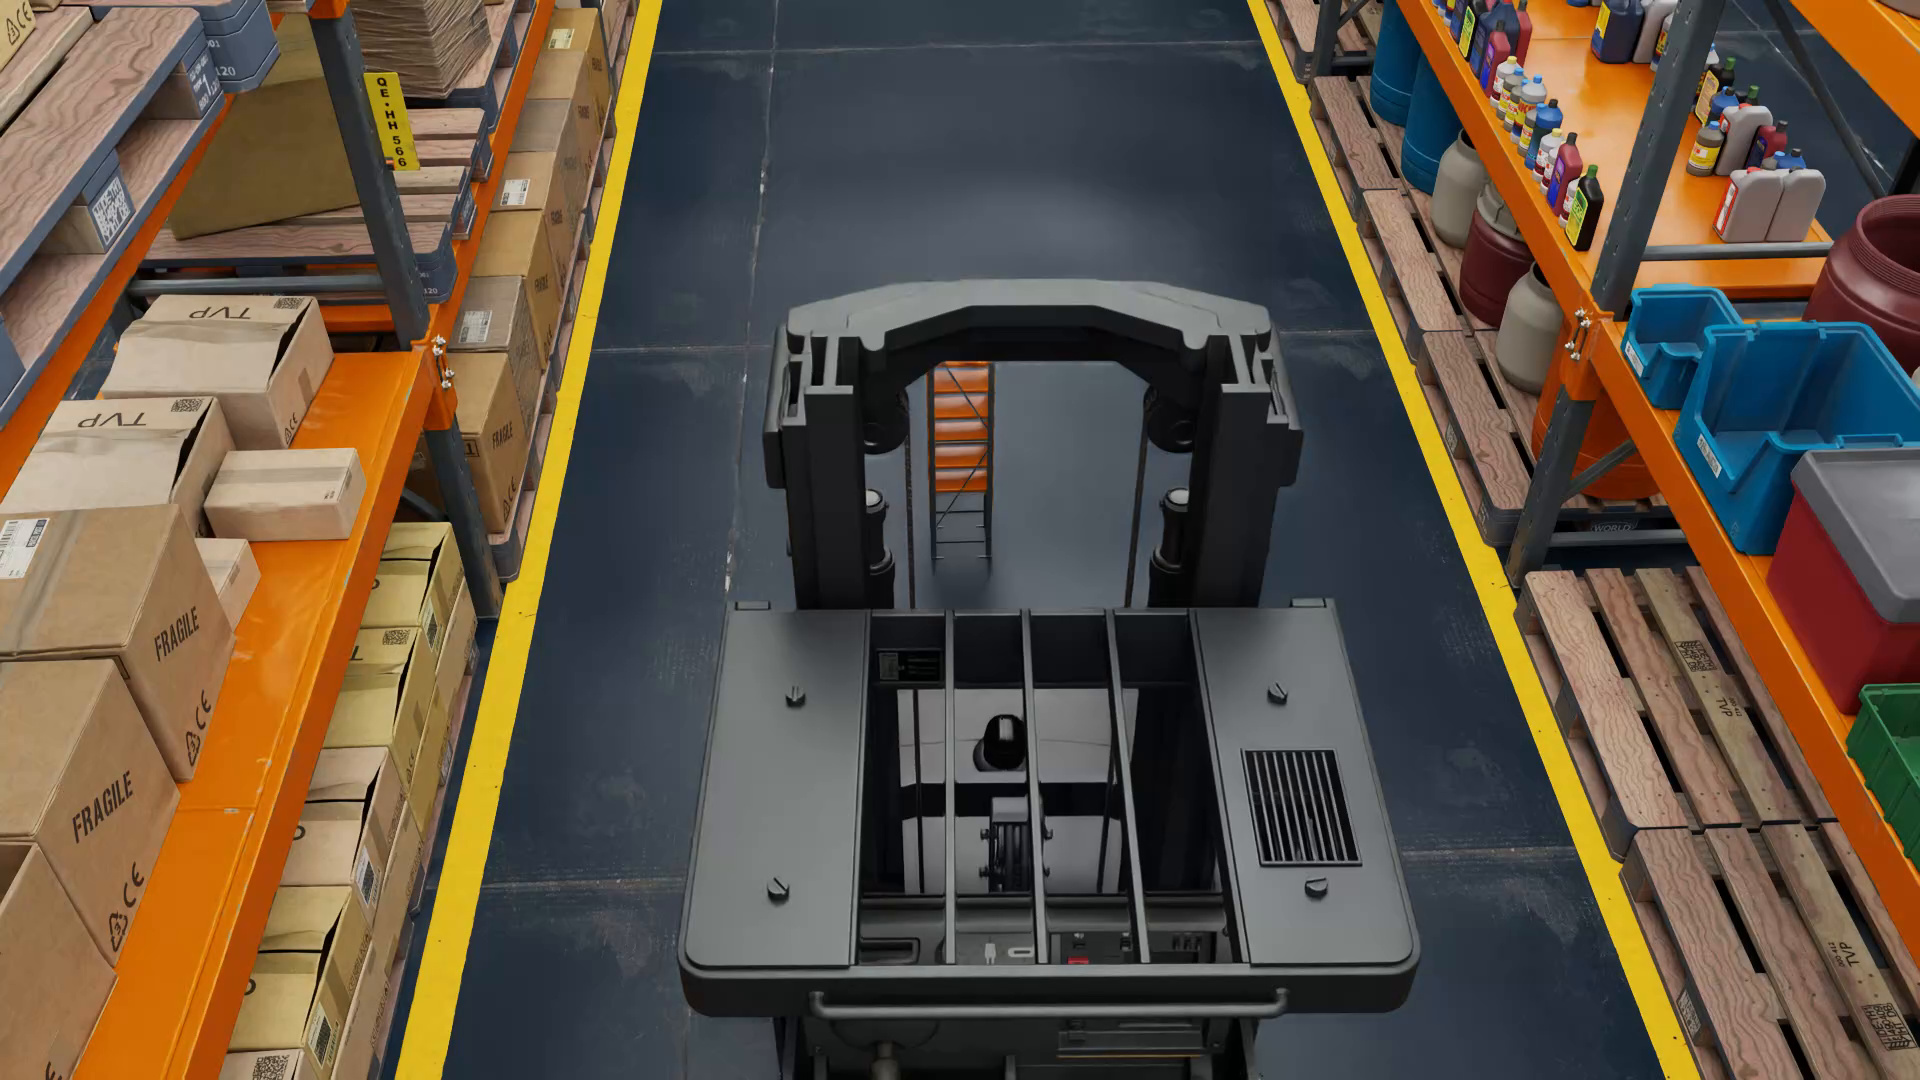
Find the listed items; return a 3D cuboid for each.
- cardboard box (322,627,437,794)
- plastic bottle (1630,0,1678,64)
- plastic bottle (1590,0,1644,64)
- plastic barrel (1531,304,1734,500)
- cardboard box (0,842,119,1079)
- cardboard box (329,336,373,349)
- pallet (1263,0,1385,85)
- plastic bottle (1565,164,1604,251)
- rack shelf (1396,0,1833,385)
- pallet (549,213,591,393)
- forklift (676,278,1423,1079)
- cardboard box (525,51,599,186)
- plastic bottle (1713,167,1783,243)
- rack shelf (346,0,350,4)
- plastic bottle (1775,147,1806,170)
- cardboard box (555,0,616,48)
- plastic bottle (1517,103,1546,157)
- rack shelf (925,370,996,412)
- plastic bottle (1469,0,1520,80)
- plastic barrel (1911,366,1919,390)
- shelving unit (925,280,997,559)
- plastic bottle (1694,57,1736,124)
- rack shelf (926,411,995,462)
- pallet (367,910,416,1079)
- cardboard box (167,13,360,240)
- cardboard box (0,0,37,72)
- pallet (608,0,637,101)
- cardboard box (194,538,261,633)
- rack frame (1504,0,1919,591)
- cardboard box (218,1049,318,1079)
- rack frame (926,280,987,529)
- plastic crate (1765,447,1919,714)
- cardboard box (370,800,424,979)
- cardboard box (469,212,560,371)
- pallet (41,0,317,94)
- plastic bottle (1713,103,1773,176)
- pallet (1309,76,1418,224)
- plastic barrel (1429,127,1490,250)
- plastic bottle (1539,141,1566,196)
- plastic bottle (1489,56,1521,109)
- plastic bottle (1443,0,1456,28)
[{"bbox_3d":[-1.983,0.525,5.266,0.500,0.311,0.500,-2,43,-2],"label":"cardboard box"},{"bbox_3d":[2.914,-2.155,6.973,0.152,0.276,0.135,-2,43,-2],"label":"plastic bottle"},{"bbox_3d":[2.765,-2.196,6.962,0.144,0.351,0.185,-2,43,-2],"label":"plastic bottle"},{"bbox_3d":[2.631,-0.648,6.532,0.600,0.830,0.708,-2,43,-2],"label":"plastic barrel"},{"bbox_3d":[-2.149,0.965,3.403,0.500,0.500,0.500,1,43,1],"label":"cardboard box"},{"bbox_3d":[-2.561,-1.004,6.594,0.500,0.250,0.500,0,43,0],"label":"cardboard box"},{"bbox_3d":[2.429,-3.131,10.010,1.003,0.211,1.213,-2,43,-2],"label":"pallet"},{"bbox_3d":[2.225,-1.181,5.905,0.061,0.283,0.133,-2,43,-2],"label":"plastic bottle"},{"bbox_3d":[2.584,-2.048,7.297,1.077,0.370,4.000,-2,43,-2],"label":"rack shelf"},{"bbox_3d":[-2.323,-1.123,7.819,1.003,0.211,1.213,-2,43,-2],"label":"pallet"},{"bbox_3d":[0.128,1.068,3.415,1.130,2.935,3.031,0,43,0],"label":"forklift"},{"bbox_3d":[-2.130,-2.106,8.352,0.500,0.500,0.500,-2,43,-2],"label":"cardboard box"},{"bbox_3d":[2.821,-1.215,5.947,0.152,0.276,0.135,-2,43,-2],"label":"plastic bottle"},{"bbox_3d":[-2.365,-3.015,6.131,1.077,0.370,4.000,-2,43,-2],"label":"rack shelf"},{"bbox_3d":[2.996,-1.297,6.040,0.097,0.271,0.097,0,43,0],"label":"plastic bottle"},{"bbox_3d":[-2.252,-2.985,9.451,0.500,0.311,0.500,-2,43,-2],"label":"cardboard box"},{"bbox_3d":[2.217,-1.582,6.404,0.097,0.201,0.097,0,43,0],"label":"plastic bottle"},{"bbox_3d":[0.001,-0.577,6.202,0.258,0.103,0.180,-2,43,-2],"label":"rack shelf"},{"bbox_3d":[2.212,-2.086,6.843,0.144,0.351,0.185,-2,43,-2],"label":"plastic bottle"},{"bbox_3d":[2.926,-0.316,4.792,0.421,0.512,0.421,0,43,0],"label":"plastic barrel"},{"bbox_3d":[0.001,-0.433,6.334,0.258,1.200,0.189,-2,43,-2],"label":"shelving unit"},{"bbox_3d":[2.984,-1.782,6.560,0.061,0.283,0.133,-2,43,-2],"label":"plastic bottle"},{"bbox_3d":[0.001,-0.400,6.364,0.258,0.103,0.180,-2,43,-2],"label":"rack shelf"},{"bbox_3d":[-2.235,1.583,4.867,1.003,0.211,1.213,-2,43,-2],"label":"pallet"},{"bbox_3d":[-2.420,-1.437,5.714,0.700,0.500,0.500,-15,45,-16],"label":"cardboard box"},{"bbox_3d":[-2.151,-0.985,3.185,0.500,0.250,0.500,-2,43,-3],"label":"cardboard box"},{"bbox_3d":[-2.478,-2.960,9.823,1.003,0.211,1.213,-2,43,-2],"label":"pallet"},{"bbox_3d":[-2.170,0.128,4.576,0.380,0.149,0.250,1,43,1],"label":"cardboard box"},{"bbox_3d":[2.669,-0.963,5.581,1.000,3.000,0.127,-2,43,-2],"label":"rack frame"},{"bbox_3d":[-1.918,1.555,4.143,0.500,0.311,0.500,-3,43,-3],"label":"cardboard box"},{"bbox_3d":[-0.003,-0.494,6.401,0.240,1.200,0.006,-2,43,-2],"label":"rack frame"},{"bbox_3d":[2.432,0.113,4.360,0.402,0.464,0.583,-2,43,-2],"label":"plastic crate"},{"bbox_3d":[-1.970,1.071,5.086,0.500,0.250,0.500,-1,43,-1],"label":"cardboard box"},{"bbox_3d":[-2.058,-1.072,7.224,0.500,0.500,0.500,-2,43,-2],"label":"cardboard box"},{"bbox_3d":[-2.162,-1.404,3.982,1.213,0.211,1.003,0,43,0],"label":"pallet"},{"bbox_3d":[2.954,-1.532,6.293,0.152,0.276,0.135,-2,43,-2],"label":"plastic bottle"},{"bbox_3d":[2.490,-2.114,8.900,1.003,0.211,1.213,-2,43,-2],"label":"pallet"},{"bbox_3d":[2.470,-1.672,7.885,0.421,0.512,0.421,0,43,0],"label":"plastic barrel"},{"bbox_3d":[2.229,-1.385,6.188,0.097,0.201,0.097,0,43,0],"label":"plastic bottle"},{"bbox_3d":[2.200,-1.845,6.690,0.097,0.201,0.097,0,43,0],"label":"plastic bottle"},{"bbox_3d":[2.169,-2.367,7.207,0.097,0.271,0.097,0,43,0],"label":"plastic bottle"}]
